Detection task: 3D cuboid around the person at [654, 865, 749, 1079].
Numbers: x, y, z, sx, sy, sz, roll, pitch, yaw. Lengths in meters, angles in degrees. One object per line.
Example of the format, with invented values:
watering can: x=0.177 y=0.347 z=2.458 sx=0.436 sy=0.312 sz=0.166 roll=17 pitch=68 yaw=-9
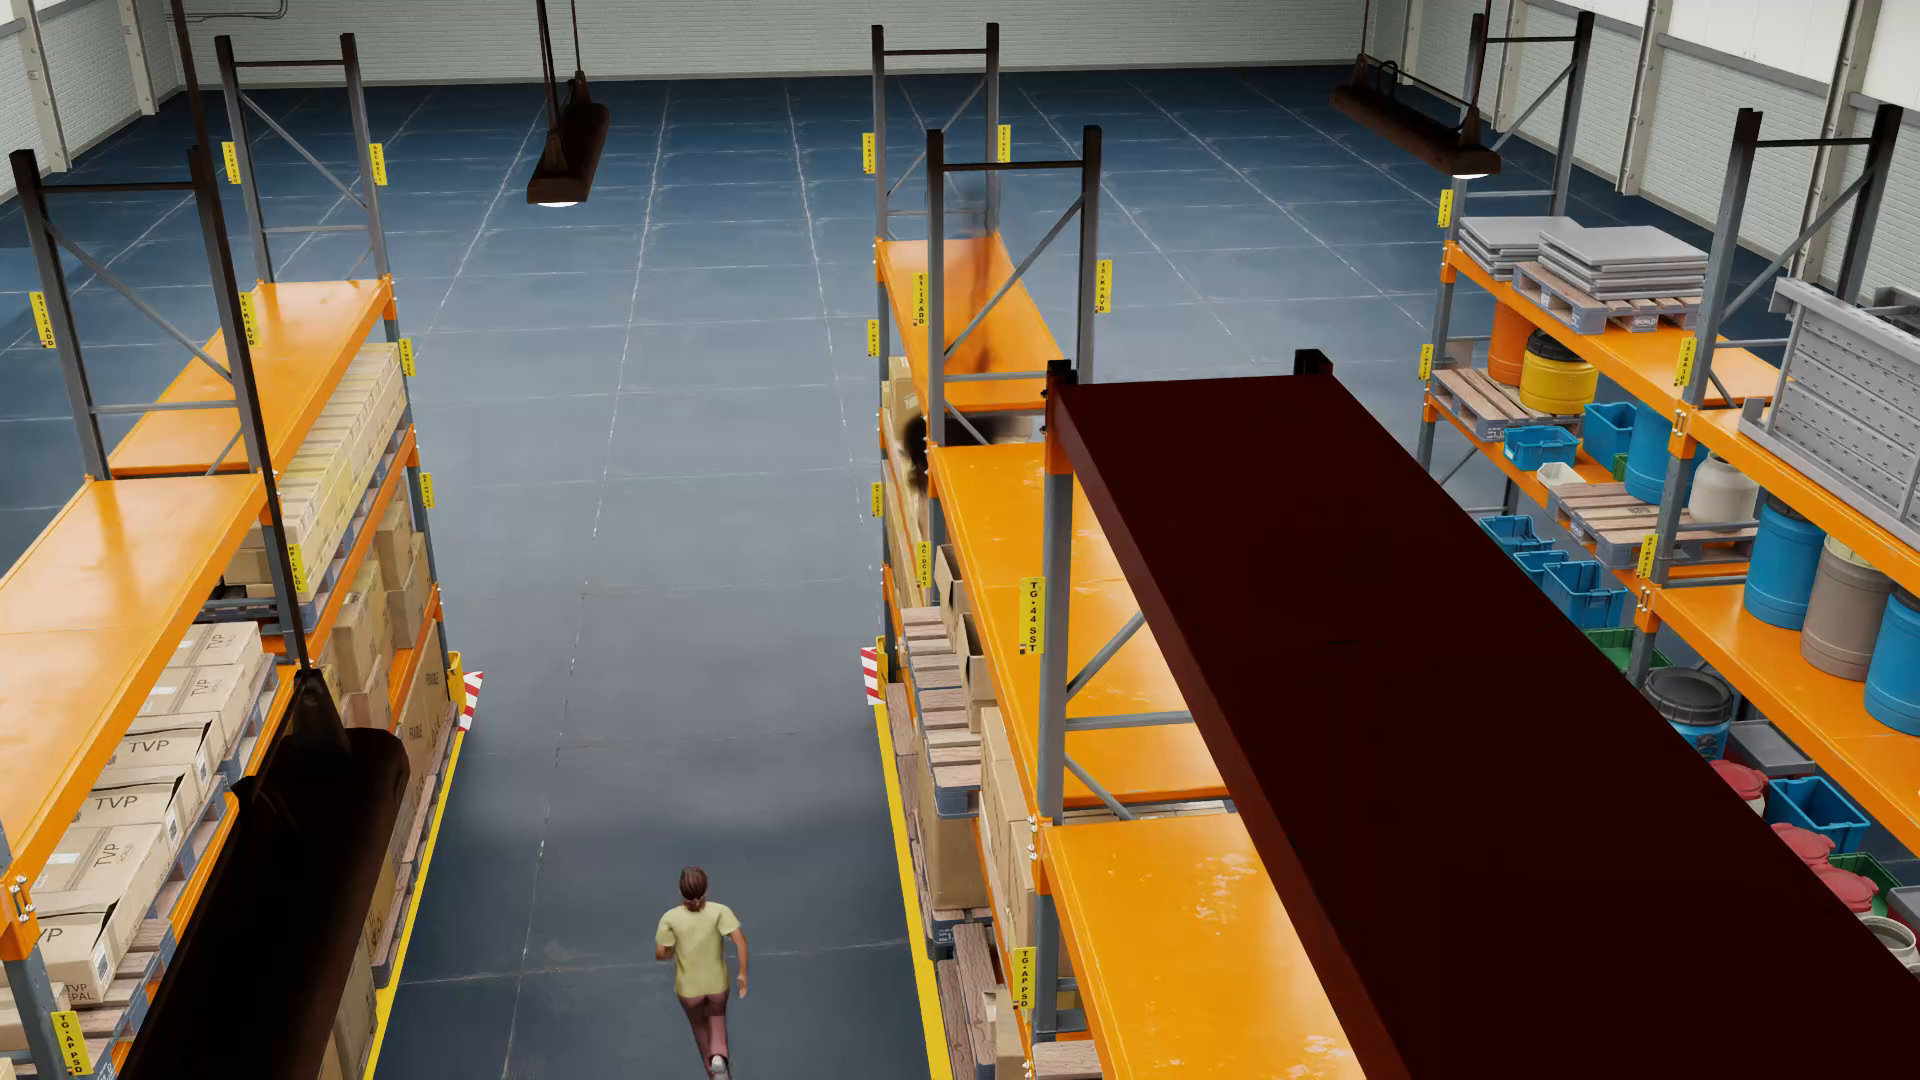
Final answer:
person: x=-1.635 y=2.884 z=10.653 sx=0.572 sy=1.598 sz=0.693 roll=-8 pitch=27 yaw=-16
